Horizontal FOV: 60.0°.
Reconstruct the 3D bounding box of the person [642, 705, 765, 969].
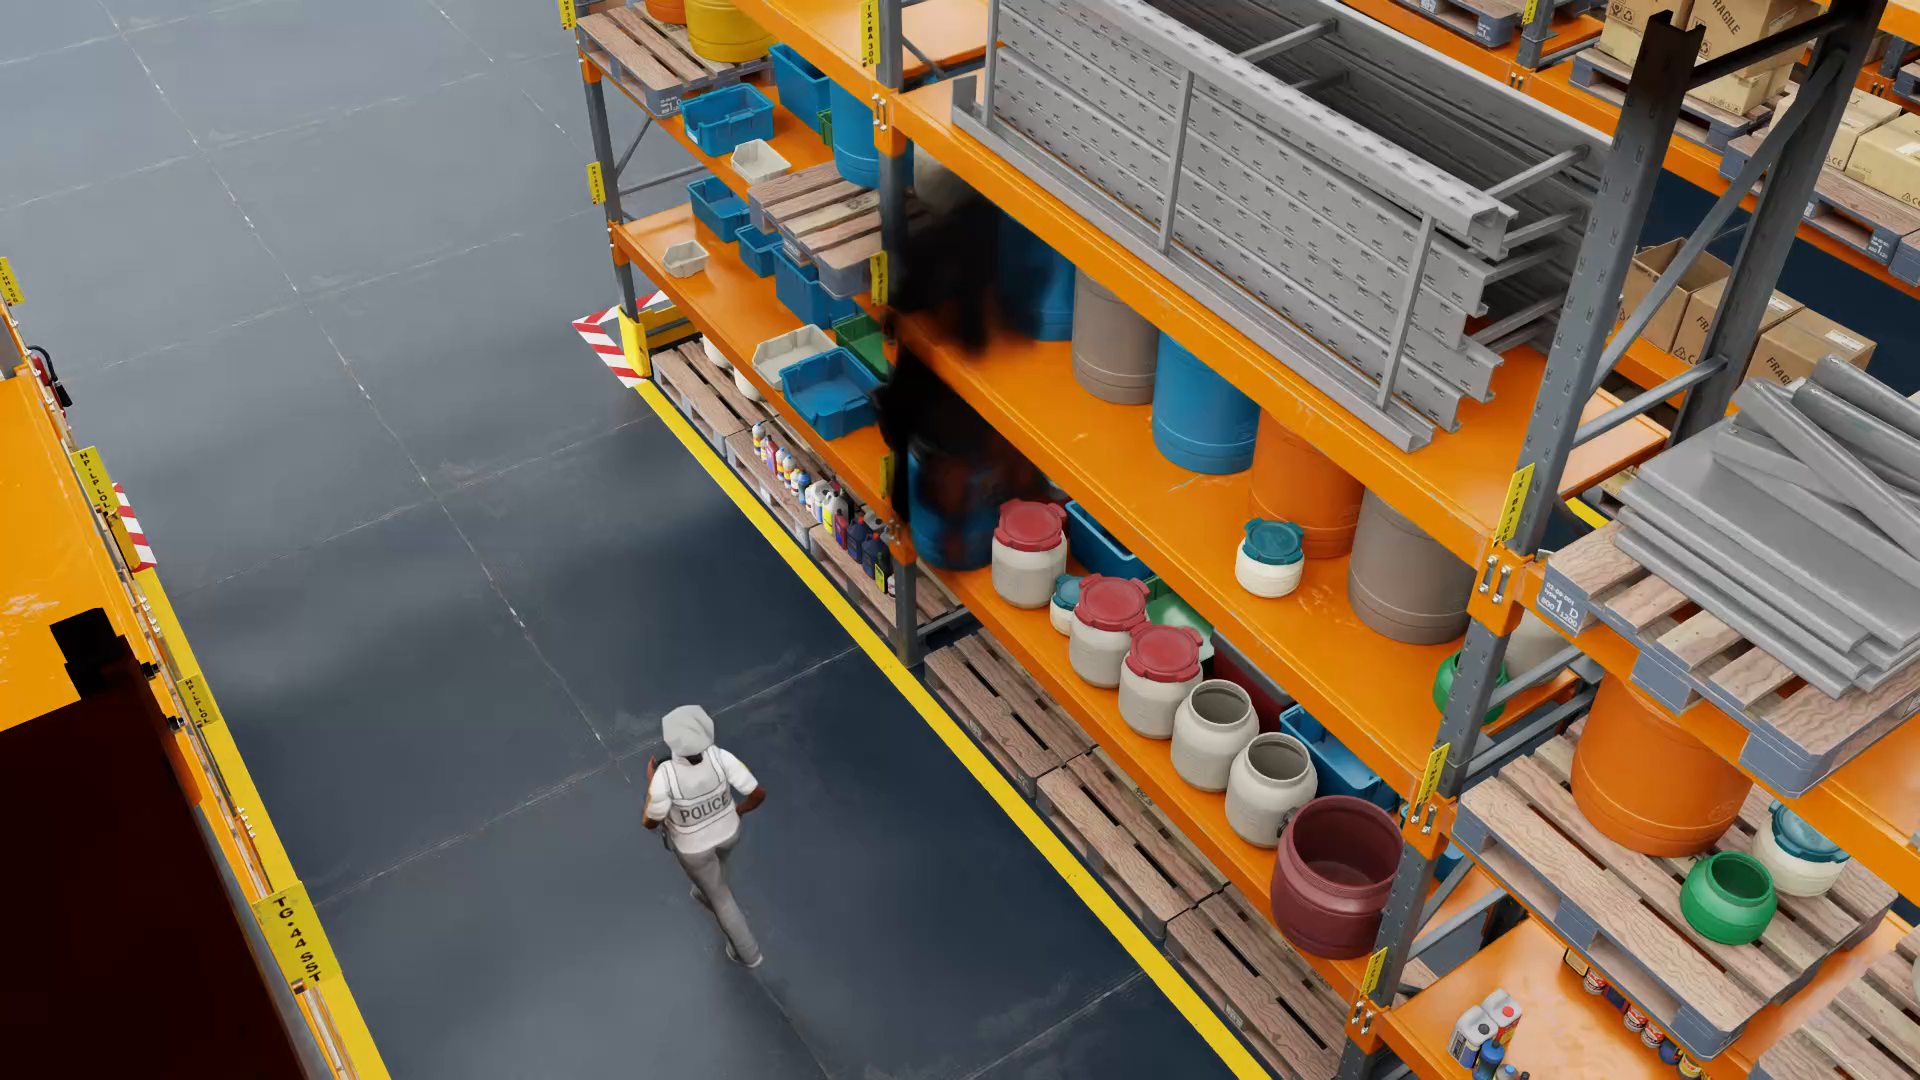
[{"bbox_3d":[-1.303,1.528,8.438,0.553,1.772,0.752,-30,50,-29],"label":"person"}]
